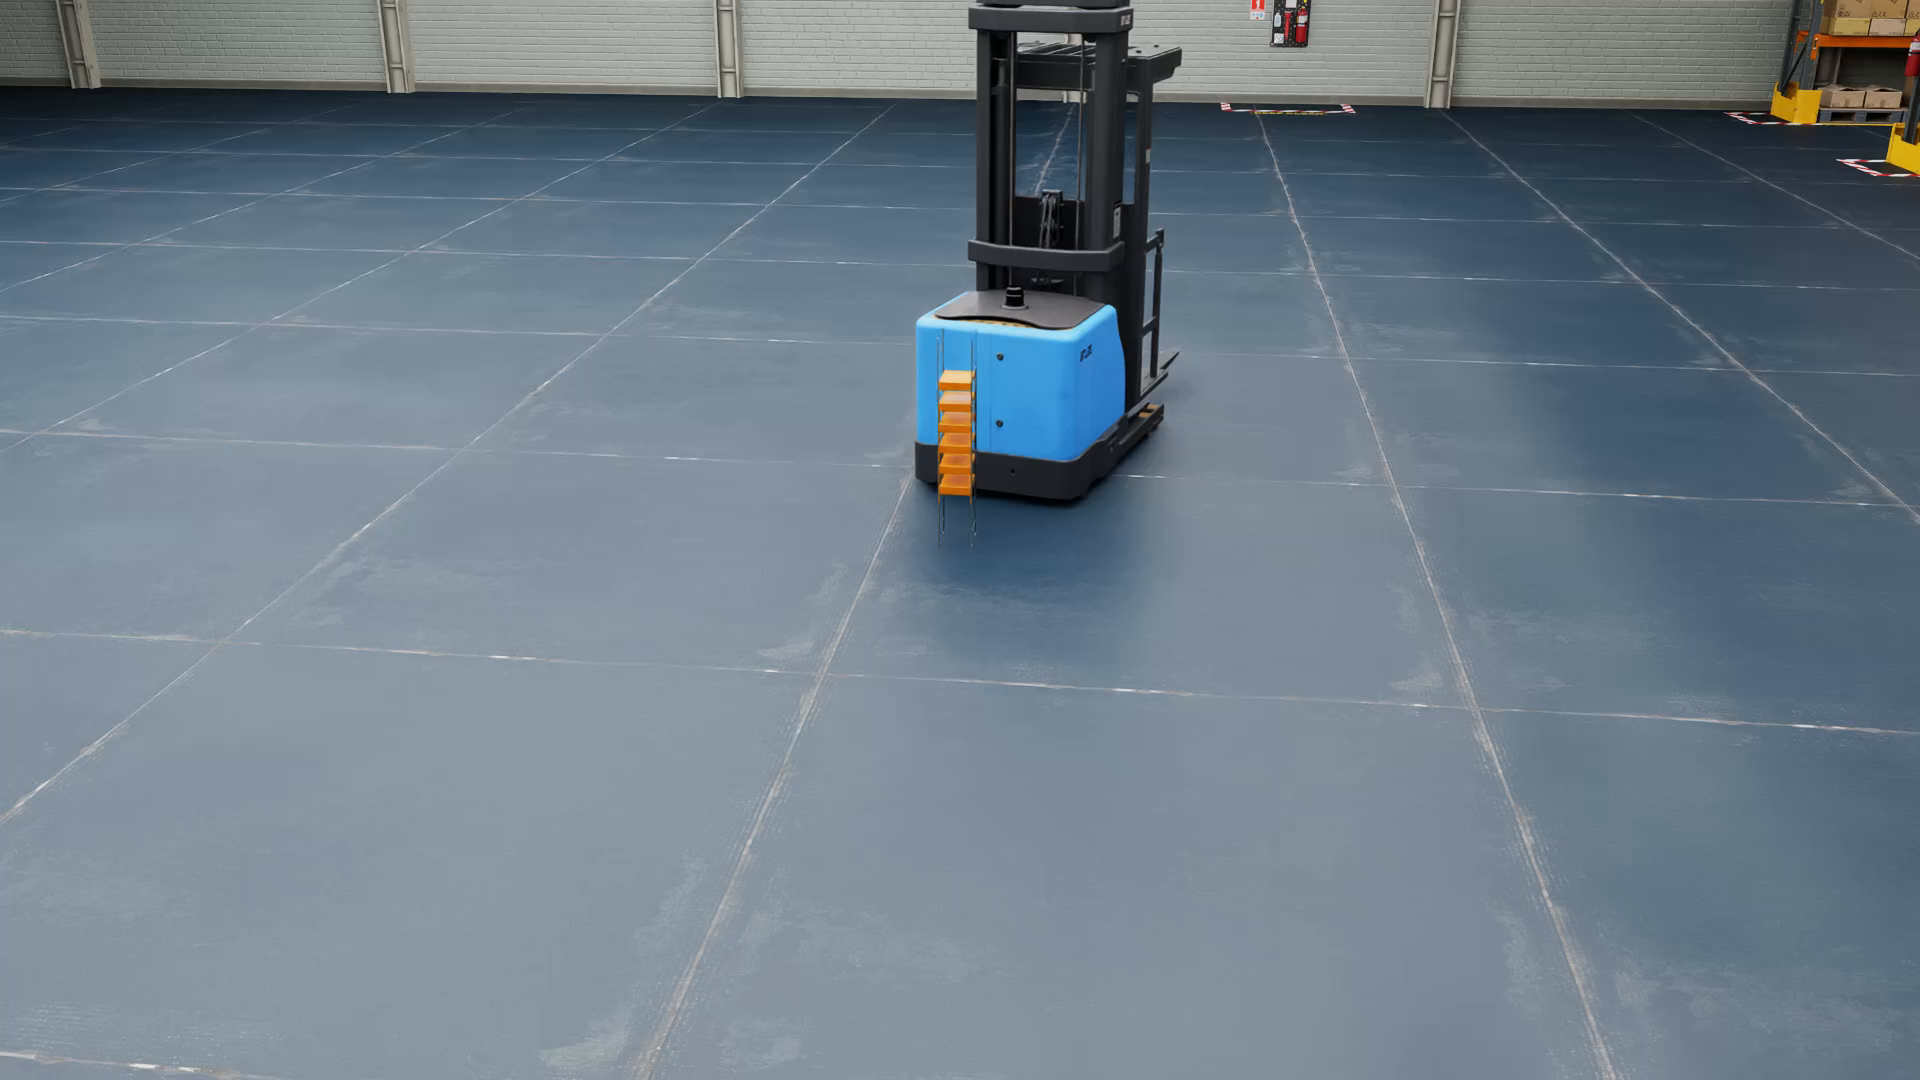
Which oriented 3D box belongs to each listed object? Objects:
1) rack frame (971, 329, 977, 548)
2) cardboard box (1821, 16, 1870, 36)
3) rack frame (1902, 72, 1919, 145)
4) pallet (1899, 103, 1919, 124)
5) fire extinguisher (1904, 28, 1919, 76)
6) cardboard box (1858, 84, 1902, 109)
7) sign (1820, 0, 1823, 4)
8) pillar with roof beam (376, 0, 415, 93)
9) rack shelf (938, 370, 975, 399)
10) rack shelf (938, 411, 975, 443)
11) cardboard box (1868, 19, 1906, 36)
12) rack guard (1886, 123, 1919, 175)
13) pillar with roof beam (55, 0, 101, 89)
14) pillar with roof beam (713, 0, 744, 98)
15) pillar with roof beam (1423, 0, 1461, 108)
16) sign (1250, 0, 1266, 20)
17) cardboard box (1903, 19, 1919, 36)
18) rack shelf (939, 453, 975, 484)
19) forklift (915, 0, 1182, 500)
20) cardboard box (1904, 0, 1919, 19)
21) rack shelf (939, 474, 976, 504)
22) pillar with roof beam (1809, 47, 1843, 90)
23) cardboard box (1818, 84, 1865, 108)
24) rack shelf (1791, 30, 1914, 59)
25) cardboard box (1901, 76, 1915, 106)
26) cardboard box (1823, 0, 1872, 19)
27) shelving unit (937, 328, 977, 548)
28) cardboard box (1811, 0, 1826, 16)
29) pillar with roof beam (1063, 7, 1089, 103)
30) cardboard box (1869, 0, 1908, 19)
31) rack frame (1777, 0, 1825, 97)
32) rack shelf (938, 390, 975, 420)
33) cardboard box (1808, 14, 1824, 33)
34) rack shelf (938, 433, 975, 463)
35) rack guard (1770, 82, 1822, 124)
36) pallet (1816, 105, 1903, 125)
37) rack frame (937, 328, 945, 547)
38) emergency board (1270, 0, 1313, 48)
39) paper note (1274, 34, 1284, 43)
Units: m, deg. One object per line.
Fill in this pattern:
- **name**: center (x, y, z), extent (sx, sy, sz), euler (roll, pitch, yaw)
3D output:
- **rack frame**: center (0.076, -0.555, 9.211), extent (0.006, 1.200, 0.240), euler (2, 22, 6)
- **cardboard box**: center (13.535, -7.861, 25.421), extent (0.500, 0.250, 0.500), euler (2, 22, 5)
- **rack frame**: center (12.508, -6.250, 21.168), extent (0.127, 3.000, 1.000), euler (2, 22, 6)
- **pallet**: center (15.174, -6.657, 25.990), extent (1.213, 0.211, 1.003), euler (2, 22, 6)
- **fire extinguisher**: center (12.446, -6.388, 21.624), extent (0.183, 0.674, 0.296), euler (2, 22, 6)
- **cardboard box**: center (14.330, -6.925, 25.936), extent (0.500, 0.311, 0.500), euler (4, 22, 11)
- **sign**: center (13.024, -8.263, 25.083), extent (0.005, 0.325, 0.100), euler (2, 22, 6)
- **pillar with roof beam**: center (-10.455, -10.601, 24.014), extent (0.400, 9.000, 9.100), euler (2, 22, 6)
- **rack shelf**: center (-0.014, -0.852, 9.105), extent (0.180, 0.103, 0.258), euler (2, 22, 6)
- **rack shelf**: center (-0.014, -0.629, 9.193), extent (0.180, 0.103, 0.258), euler (2, 22, 6)
- **cardboard box**: center (14.052, -7.844, 25.377), extent (0.500, 0.250, 0.500), euler (2, 22, 5)
- **rack guard**: center (12.485, -5.088, 21.630), extent (0.348, 0.500, 1.175), euler (2, 22, 6)
- **pillar with roof beam**: center (-16.413, -10.860, 24.670), extent (0.400, 9.000, 9.100), euler (2, 22, 6)
- **pillar with roof beam**: center (-4.497, -10.341, 23.357), extent (0.400, 9.000, 9.100), euler (2, 22, 6)
- **pillar with roof beam**: center (7.420, -9.822, 22.044), extent (0.400, 9.000, 9.100), euler (2, 22, 6)
- **sign**: center (4.940, -8.803, 27.577), extent (0.234, 0.329, 0.001), euler (2, 22, 6)
- **cardboard box**: center (14.557, -7.820, 25.316), extent (0.500, 0.250, 0.500), euler (2, 22, 5)
- **rack shelf**: center (-0.014, -0.406, 9.281), extent (0.180, 0.103, 0.258), euler (2, 22, 6)
- **forklift**: center (0.751, -2.109, 10.788), extent (1.130, 2.935, 3.031), euler (9, 23, 21)
- **cardboard box**: center (14.528, -8.167, 25.174), extent (0.500, 0.500, 0.500), euler (2, 22, 5)
- **rack shelf**: center (-0.014, -0.294, 9.325), extent (0.180, 0.103, 0.258), euler (2, 22, 6)
- **pillar with roof beam**: center (13.378, -9.562, 21.387), extent (0.400, 9.000, 9.100), euler (2, 22, 6)
- **cardboard box**: center (13.764, -6.950, 25.998), extent (0.500, 0.311, 0.500), euler (0, 22, 0)
- **rack shelf**: center (15.074, -7.637, 25.657), extent (4.000, 0.370, 1.077), euler (2, 22, 6)
- **cardboard box**: center (15.053, -6.963, 25.774), extent (0.500, 0.500, 0.700), euler (1, 22, 3)
- **cardboard box**: center (13.526, -8.216, 25.300), extent (0.500, 0.500, 0.500), euler (3, 22, 6)
- **shelving unit**: center (-0.014, -0.559, 9.221), extent (0.189, 1.200, 0.258), euler (2, 22, 6)
- **cardboard box**: center (13.581, -8.404, 25.774), extent (0.500, 0.500, 0.500), euler (2, 22, 6)
- **pillar with roof beam**: center (1.461, -10.081, 22.700), extent (0.400, 9.000, 9.100), euler (2, 22, 6)
- **cardboard box**: center (14.016, -8.191, 25.236), extent (0.500, 0.500, 0.500), euler (3, 22, 6)
- **rack frame**: center (13.088, -8.059, 25.743), extent (0.127, 3.000, 1.000), euler (2, 22, 6)
- **rack shelf**: center (-0.014, -0.740, 9.149), extent (0.180, 0.103, 0.258), euler (2, 22, 6)
- **cardboard box**: center (13.575, -8.049, 25.895), extent (0.500, 0.250, 0.500), euler (3, 22, 7)
- **rack shelf**: center (-0.014, -0.517, 9.237), extent (0.180, 0.103, 0.258), euler (2, 22, 6)
- **rack guard**: center (13.163, -6.893, 26.195), extent (0.348, 0.500, 1.175), euler (2, 22, 6)
- **pallet**: center (13.966, -6.710, 26.126), extent (1.213, 0.211, 1.003), euler (2, 22, 6)
- **rack frame**: center (-0.105, -0.563, 9.231), extent (0.006, 1.200, 0.240), euler (2, 22, 6)
- **emergency board**: center (5.477, -8.725, 27.428), extent (0.643, 1.169, 0.194), euler (2, 22, 6)
- **paper note**: center (5.309, -8.348, 27.673), extent (0.142, 0.148, 0.016), euler (2, 22, 6)
